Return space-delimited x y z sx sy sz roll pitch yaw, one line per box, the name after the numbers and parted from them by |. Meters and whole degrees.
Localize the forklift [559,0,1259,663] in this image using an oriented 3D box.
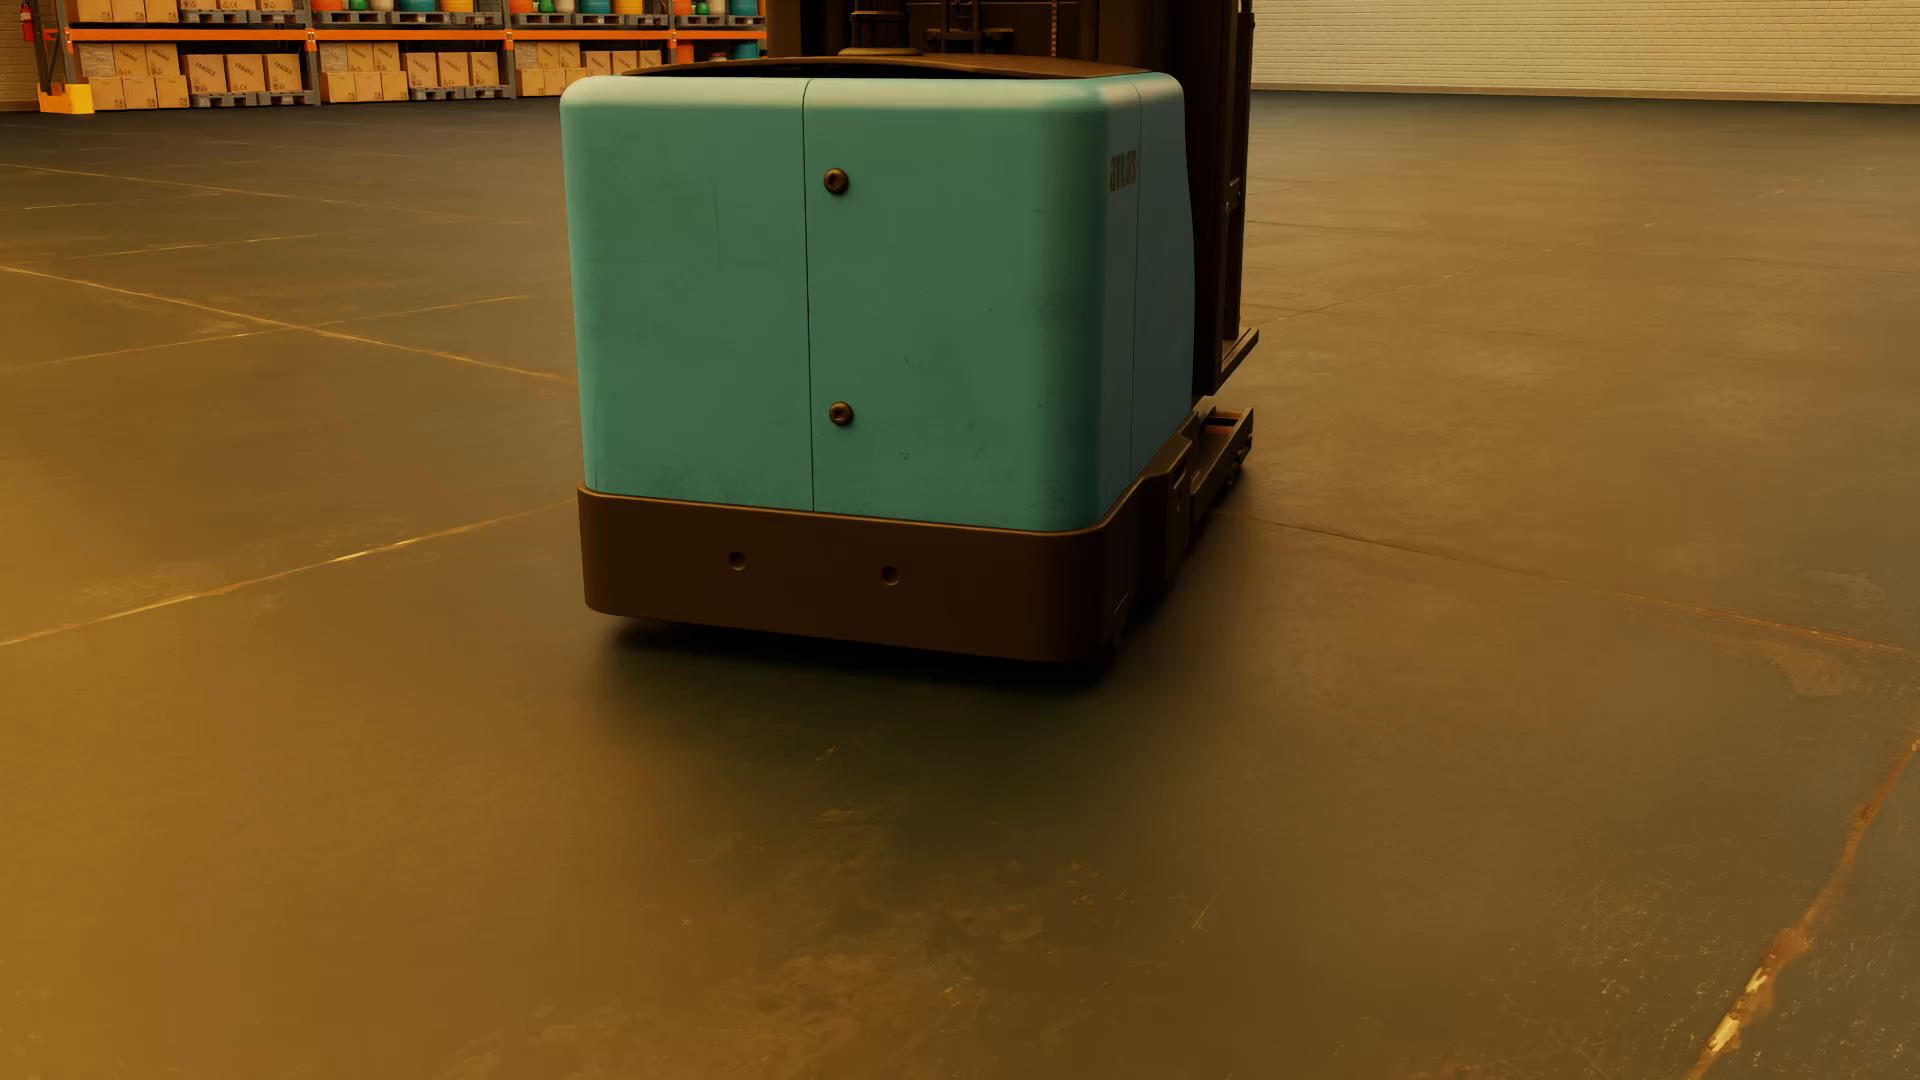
0.182 -1.571 4.072 1.130 2.935 3.031 5 18 17 | forklift
